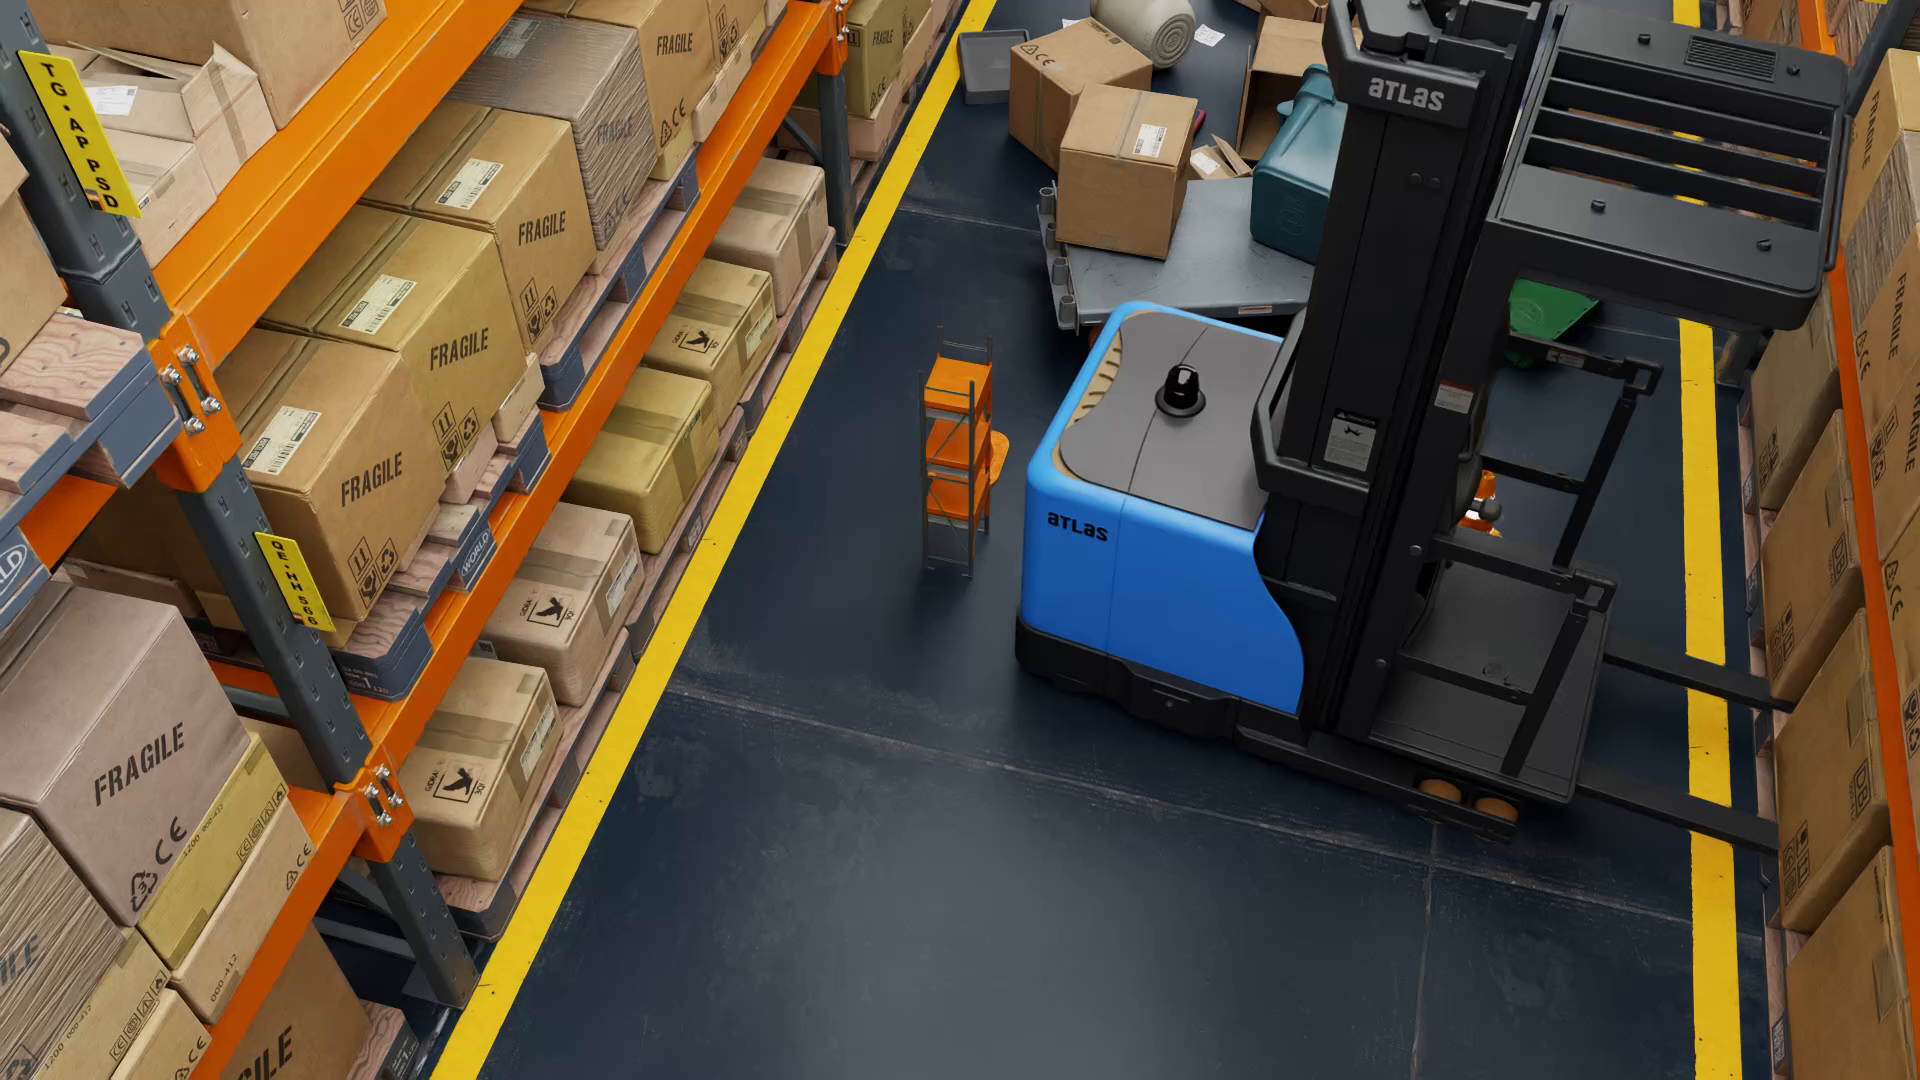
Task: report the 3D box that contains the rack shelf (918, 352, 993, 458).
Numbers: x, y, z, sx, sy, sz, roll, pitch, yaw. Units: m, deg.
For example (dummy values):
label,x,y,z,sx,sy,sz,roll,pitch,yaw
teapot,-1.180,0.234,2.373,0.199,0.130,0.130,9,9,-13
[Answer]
label,x,y,z,sx,sy,sz,roll,pitch,yaw
rack shelf,-0.014,-0.489,6.036,0.215,0.259,0.240,12,50,10

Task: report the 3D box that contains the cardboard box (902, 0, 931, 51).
label,x,y,z,sx,sy,sz,roll,pitch,yaw
cardboard box,-0.458,-2.757,8.156,0.500,0.500,0.500,13,50,12

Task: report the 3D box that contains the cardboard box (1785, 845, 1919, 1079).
label,x,y,z,sx,sy,sz,roll,pitch,yaw
cardboard box,2.993,1.463,4.598,1.050,0.750,0.750,11,49,10

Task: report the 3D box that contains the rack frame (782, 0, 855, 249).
label,x,y,z,sx,sy,sz,roll,pitch,yaw
rack frame,-1.003,-2.517,6.890,1.000,3.000,0.127,12,50,10

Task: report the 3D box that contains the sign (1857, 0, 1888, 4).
label,x,y,z,sx,sy,sz,roll,pitch,yaw
sign,3.263,-2.034,5.834,0.100,0.325,0.005,12,50,10

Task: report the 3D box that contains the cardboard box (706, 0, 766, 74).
label,x,y,z,sx,sy,sz,roll,pitch,yaw
cardboard box,-1.033,-2.049,5.932,0.500,0.500,0.500,12,50,10

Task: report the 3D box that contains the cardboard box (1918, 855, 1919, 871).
label,x,y,z,sx,sy,sz,roll,pitch,yaw
cardboard box,2.606,0.868,3.835,0.500,0.500,0.500,12,50,10

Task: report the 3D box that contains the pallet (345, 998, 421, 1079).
label,x,y,z,sx,sy,sz,roll,pitch,yaw
pallet,-2.336,1.854,4.892,1.003,0.211,1.213,12,50,10

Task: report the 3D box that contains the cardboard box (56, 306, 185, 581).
label,x,y,z,sx,sy,sz,roll,pitch,yaw
cardboard box,-2.204,-0.278,4.368,0.500,0.500,0.500,10,49,9

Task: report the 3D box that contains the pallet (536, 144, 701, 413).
label,x,y,z,sx,sy,sz,roll,pitch,yaw
pallet,-1.574,-1.000,5.679,1.003,0.211,1.213,12,50,10

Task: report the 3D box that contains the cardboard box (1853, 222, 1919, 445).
label,x,y,z,sx,sy,sz,roll,pitch,yaw
cardboard box,3.135,-0.593,5.125,0.500,0.500,0.500,11,50,10

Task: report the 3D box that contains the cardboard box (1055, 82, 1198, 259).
label,x,y,z,sx,sy,sz,roll,pitch,yaw
cardboard box,0.722,-1.611,7.252,0.500,0.500,0.500,12,50,10

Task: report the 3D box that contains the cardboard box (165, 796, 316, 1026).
label,x,y,z,sx,sy,sz,roll,pitch,yaw
cardboard box,-1.939,0.843,4.024,0.500,0.250,0.500,10,49,9

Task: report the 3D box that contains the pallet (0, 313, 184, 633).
label,x,y,z,sx,sy,sz,roll,pitch,yaw
pallet,-2.174,-0.078,2.862,1.213,0.211,1.003,14,50,12

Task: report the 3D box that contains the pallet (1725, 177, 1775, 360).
label,x,y,z,sx,sy,sz,roll,pitch,yaw
pallet,4.075,-1.225,7.609,1.003,0.211,1.213,12,50,10

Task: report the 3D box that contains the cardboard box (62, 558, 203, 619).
label,x,y,z,sx,sy,sz,roll,pitch,yaw
cardboard box,-2.197,0.037,4.523,0.380,0.149,0.250,13,50,11

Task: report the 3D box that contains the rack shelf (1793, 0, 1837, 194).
label,x,y,z,sx,sy,sz,roll,pitch,yaw
rack shelf,4.325,-2.822,7.639,1.077,0.370,4.000,12,50,10

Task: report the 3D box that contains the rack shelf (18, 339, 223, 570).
label,x,y,z,sx,sy,sz,roll,pitch,yaw
rack shelf,-2.582,1.068,2.205,1.077,0.370,4.000,12,50,10

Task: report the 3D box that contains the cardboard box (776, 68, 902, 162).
label,x,y,z,sx,sy,sz,roll,pitch,yaw
cardboard box,-0.587,-2.120,8.093,0.500,0.250,0.500,10,49,8

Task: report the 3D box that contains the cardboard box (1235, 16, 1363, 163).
label,x,y,z,sx,sy,sz,roll,pitch,yaw
cardboard box,1.792,-2.181,8.168,0.797,0.637,0.503,12,50,10

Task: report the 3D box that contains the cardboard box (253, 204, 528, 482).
label,x,y,z,sx,sy,sz,roll,pitch,yaw
cardboard box,-1.584,-0.552,4.611,0.500,0.500,0.500,14,50,12

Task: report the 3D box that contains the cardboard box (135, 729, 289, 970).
label,x,y,z,sx,sy,sz,roll,pitch,yaw
cardboard box,-1.938,0.661,3.852,0.500,0.250,0.500,11,50,10

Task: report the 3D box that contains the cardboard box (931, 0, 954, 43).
label,x,y,z,sx,sy,sz,roll,pitch,yaw
cardboard box,-0.321,-2.892,8.775,0.500,0.250,0.500,11,49,10

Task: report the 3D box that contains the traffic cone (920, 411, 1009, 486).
label,x,y,z,sx,sy,sz,roll,pitch,yaw
traffic cone,0.021,-0.504,6.805,0.336,0.463,0.334,12,50,10

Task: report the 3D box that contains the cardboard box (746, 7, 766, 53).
label,x,y,z,sx,sy,sz,roll,pitch,yaw
cardboard box,-0.959,-1.959,6.285,0.380,0.149,0.250,10,49,9

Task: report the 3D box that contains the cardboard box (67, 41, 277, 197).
label,x,y,z,sx,sy,sz,roll,pitch,yaw
cardboard box,-1.742,-0.951,3.596,0.396,0.266,0.258,12,50,10

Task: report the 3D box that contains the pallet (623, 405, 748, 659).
label,x,y,z,sx,sy,sz,roll,pitch,yaw
pallet,-1.526,-0.146,6.657,1.003,0.211,1.213,12,50,10

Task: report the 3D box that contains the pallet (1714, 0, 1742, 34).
label,x,y,z,sx,sy,sz,roll,pitch,yaw
pallet,4.717,-2.990,9.167,1.003,0.211,1.213,12,50,10

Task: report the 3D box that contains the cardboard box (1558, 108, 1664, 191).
label,x,y,z,sx,sy,sz,roll,pitch,yaw
cardboard box,3.218,-2.112,8.198,0.500,0.500,0.500,19,51,16

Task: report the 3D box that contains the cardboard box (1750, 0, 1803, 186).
label,x,y,z,sx,sy,sz,roll,pitch,yaw
cardboard box,4.266,-2.143,7.697,0.875,0.875,0.875,12,50,10

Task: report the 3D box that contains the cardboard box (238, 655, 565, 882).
label,x,y,z,sx,sy,sz,roll,pitch,yaw
cardboard box,-1.898,0.700,5.523,0.950,0.372,0.625,9,49,7

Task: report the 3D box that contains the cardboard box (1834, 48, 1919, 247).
label,x,y,z,sx,sy,sz,roll,pitch,yaw
cardboard box,3.401,-1.319,5.766,0.500,0.500,0.500,12,50,10

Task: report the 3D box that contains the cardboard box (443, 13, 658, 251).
label,x,y,z,sx,sy,sz,roll,pitch,yaw
cardboard box,-1.311,-1.298,5.269,0.500,0.500,0.500,10,49,9

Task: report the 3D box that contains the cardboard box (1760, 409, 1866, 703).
label,x,y,z,sx,sy,sz,roll,pitch,yaw
cardboard box,3.465,0.156,5.751,1.050,0.750,0.750,12,50,10

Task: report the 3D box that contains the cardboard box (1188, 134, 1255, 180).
label,x,y,z,sx,sy,sz,roll,pitch,yaw
cardboard box,1.282,-1.778,8.061,0.258,0.266,0.396,-19,51,-16

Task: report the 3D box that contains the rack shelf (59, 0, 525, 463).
label,x,y,z,sx,sy,sz,roll,pitch,yaw
rack shelf,-1.529,-1.825,4.758,1.077,0.370,4.000,12,50,10

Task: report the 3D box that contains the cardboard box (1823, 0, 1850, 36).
label,x,y,z,sx,sy,sz,roll,pitch,yaw
cardboard box,4.007,-2.335,6.629,0.875,0.550,0.550,12,50,10

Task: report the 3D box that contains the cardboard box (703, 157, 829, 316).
label,x,y,z,sx,sy,sz,roll,pitch,yaw
cardboard box,-1.139,-1.407,7.382,0.950,0.372,0.625,12,50,11

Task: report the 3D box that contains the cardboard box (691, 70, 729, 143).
label,x,y,z,sx,sy,sz,roll,pitch,yaw
cardboard box,-1.055,-1.581,5.951,0.380,0.149,0.250,12,50,10

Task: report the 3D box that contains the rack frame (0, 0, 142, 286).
label,x,y,z,sx,sy,sz,roll,pitch,yaw
rack frame,-2.056,-1.609,2.087,1.000,3.000,0.127,12,50,10

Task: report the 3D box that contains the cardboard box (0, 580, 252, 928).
label,x,y,z,sx,sy,sz,roll,pitch,yaw
cardboard box,-1.940,0.438,3.548,0.500,0.500,0.500,10,49,9

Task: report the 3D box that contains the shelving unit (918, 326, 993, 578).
label,x,y,z,sx,sy,sz,roll,pitch,yaw
shelving unit,-0.014,-0.309,6.241,0.215,1.050,0.252,12,50,10

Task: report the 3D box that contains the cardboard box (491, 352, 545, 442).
label,x,y,z,sx,sy,sz,roll,pitch,yaw
cardboard box,-1.475,-0.460,4.961,0.380,0.149,0.250,12,50,10

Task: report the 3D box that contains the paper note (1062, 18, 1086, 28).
label,x,y,z,sx,sy,sz,roll,pitch,yaw
paper note,0.642,-2.822,9.139,0.142,0.019,0.148,-4,49,-3

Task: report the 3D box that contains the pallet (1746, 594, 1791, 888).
label,x,y,z,sx,sy,sz,roll,pitch,yaw
pallet,3.349,0.768,5.851,1.003,0.211,1.213,12,50,10

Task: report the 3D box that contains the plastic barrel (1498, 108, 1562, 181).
label,x,y,z,sx,sy,sz,roll,pitch,yaw
plastic barrel,2.618,-1.884,8.049,0.421,0.421,0.512,-27,54,-22

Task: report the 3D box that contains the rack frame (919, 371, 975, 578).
label,x,y,z,sx,sy,sz,roll,pitch,yaw
rack frame,-0.046,-0.220,6.163,0.200,1.050,0.008,12,50,10

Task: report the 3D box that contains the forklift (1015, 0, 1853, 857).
label,x,y,z,sx,sy,sz,roll,pitch,yaw
forklift,1.770,-0.382,5.051,3.031,2.935,1.130,18,51,15

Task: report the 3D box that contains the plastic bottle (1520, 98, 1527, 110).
label,x,y,z,sx,sy,sz,roll,pitch,yaw
plastic bottle,2.900,-2.224,8.591,0.283,0.061,0.133,-4,49,-3

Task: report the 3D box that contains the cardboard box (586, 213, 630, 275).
label,x,y,z,sx,sy,sz,roll,pitch,yaw
cardboard box,-1.319,-1.038,5.471,0.380,0.149,0.250,13,50,11

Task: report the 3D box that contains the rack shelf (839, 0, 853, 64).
label,x,y,z,sx,sy,sz,roll,pitch,yaw
rack shelf,-0.477,-3.726,8.436,1.077,0.370,4.000,12,50,10

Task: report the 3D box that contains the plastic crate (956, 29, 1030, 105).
label,x,y,z,sx,sy,sz,roll,pitch,yaw
plastic crate,0.201,-2.525,8.844,0.402,0.080,0.583,-4,49,-3

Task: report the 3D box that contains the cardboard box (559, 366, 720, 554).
label,x,y,z,sx,sy,sz,roll,pitch,yaw
cardboard box,-1.506,-0.383,6.479,0.950,0.372,0.625,13,50,11

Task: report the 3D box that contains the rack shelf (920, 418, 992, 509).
label,x,y,z,sx,sy,sz,roll,pitch,yaw
rack shelf,-0.014,-0.302,6.249,0.215,0.259,0.240,12,50,10

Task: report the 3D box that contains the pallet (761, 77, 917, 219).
label,x,y,z,sx,sy,sz,roll,pitch,yaw
pallet,-0.860,-2.087,8.370,1.003,0.211,1.213,12,50,10

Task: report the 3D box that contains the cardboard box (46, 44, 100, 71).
label,x,y,z,sx,sy,sz,roll,pitch,yaw
cardboard box,-2.118,-0.984,3.704,0.380,0.149,0.250,12,50,10

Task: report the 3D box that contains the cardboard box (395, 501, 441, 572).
label,x,y,z,sx,sy,sz,roll,pitch,yaw
cardboard box,-1.684,-0.076,4.623,0.380,0.149,0.250,9,49,8

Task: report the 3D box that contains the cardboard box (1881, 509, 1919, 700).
label,x,y,z,sx,sy,sz,roll,pitch,yaw
cardboard box,2.870,0.146,4.473,0.500,0.500,0.500,11,49,9
